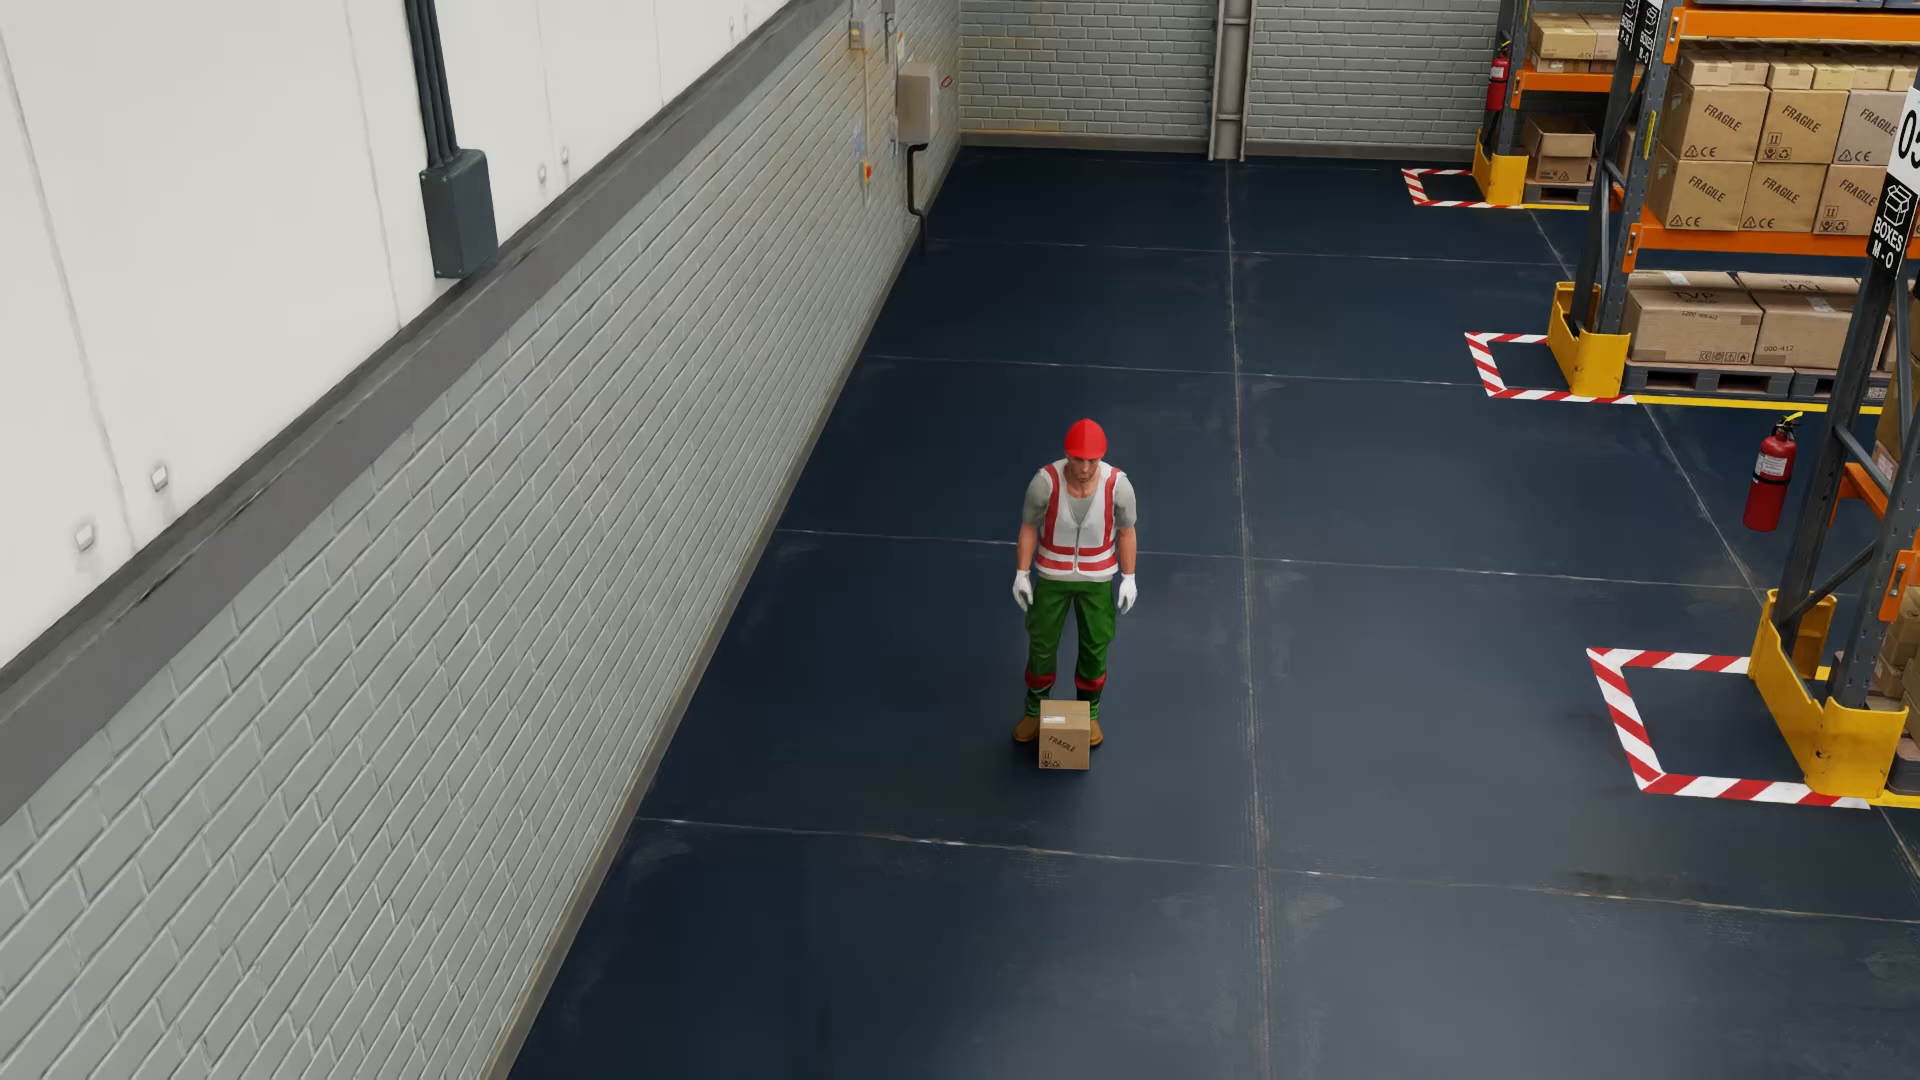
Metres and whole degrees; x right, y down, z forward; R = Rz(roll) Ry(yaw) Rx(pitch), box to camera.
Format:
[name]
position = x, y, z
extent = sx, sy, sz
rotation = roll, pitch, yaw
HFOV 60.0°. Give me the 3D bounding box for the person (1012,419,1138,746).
[person]
position = 0.571, 0.203, 8.225
extent = 0.620, 1.780, 0.447
rotation = 2, 28, 3
